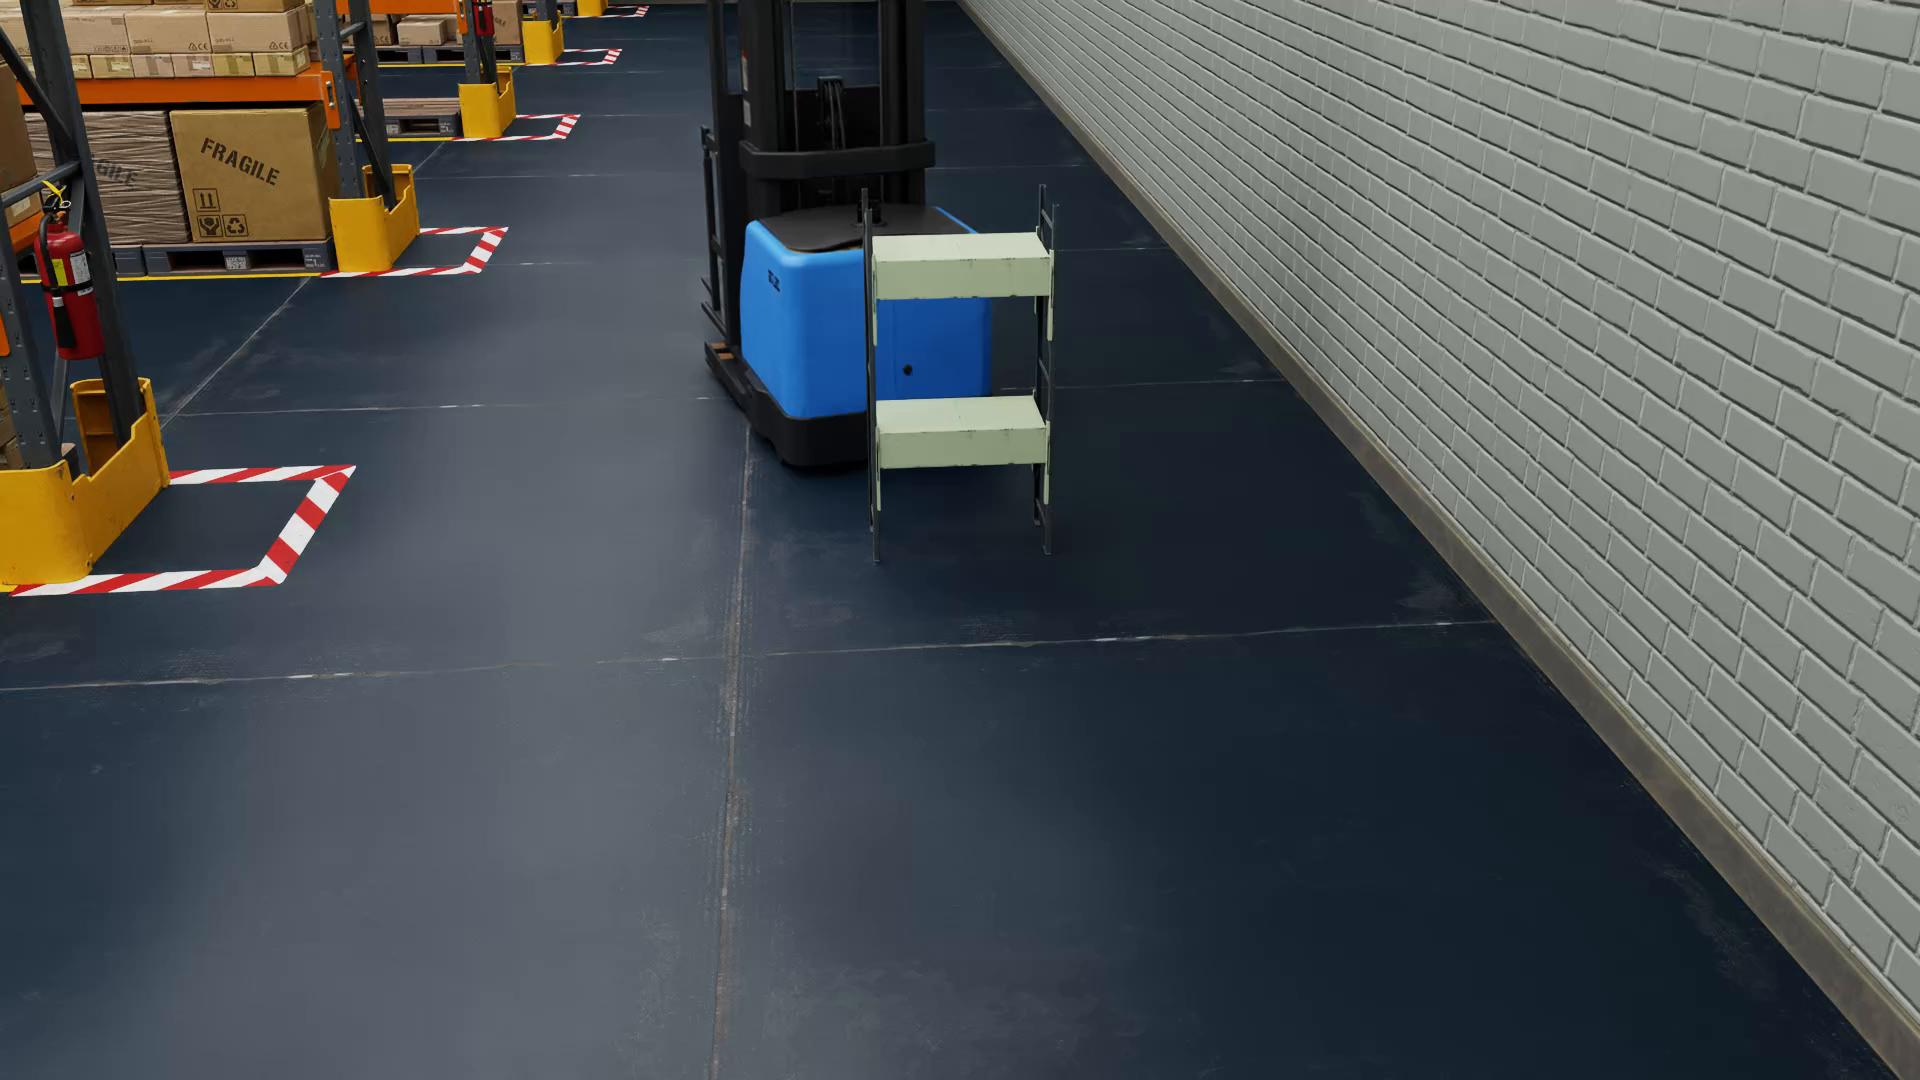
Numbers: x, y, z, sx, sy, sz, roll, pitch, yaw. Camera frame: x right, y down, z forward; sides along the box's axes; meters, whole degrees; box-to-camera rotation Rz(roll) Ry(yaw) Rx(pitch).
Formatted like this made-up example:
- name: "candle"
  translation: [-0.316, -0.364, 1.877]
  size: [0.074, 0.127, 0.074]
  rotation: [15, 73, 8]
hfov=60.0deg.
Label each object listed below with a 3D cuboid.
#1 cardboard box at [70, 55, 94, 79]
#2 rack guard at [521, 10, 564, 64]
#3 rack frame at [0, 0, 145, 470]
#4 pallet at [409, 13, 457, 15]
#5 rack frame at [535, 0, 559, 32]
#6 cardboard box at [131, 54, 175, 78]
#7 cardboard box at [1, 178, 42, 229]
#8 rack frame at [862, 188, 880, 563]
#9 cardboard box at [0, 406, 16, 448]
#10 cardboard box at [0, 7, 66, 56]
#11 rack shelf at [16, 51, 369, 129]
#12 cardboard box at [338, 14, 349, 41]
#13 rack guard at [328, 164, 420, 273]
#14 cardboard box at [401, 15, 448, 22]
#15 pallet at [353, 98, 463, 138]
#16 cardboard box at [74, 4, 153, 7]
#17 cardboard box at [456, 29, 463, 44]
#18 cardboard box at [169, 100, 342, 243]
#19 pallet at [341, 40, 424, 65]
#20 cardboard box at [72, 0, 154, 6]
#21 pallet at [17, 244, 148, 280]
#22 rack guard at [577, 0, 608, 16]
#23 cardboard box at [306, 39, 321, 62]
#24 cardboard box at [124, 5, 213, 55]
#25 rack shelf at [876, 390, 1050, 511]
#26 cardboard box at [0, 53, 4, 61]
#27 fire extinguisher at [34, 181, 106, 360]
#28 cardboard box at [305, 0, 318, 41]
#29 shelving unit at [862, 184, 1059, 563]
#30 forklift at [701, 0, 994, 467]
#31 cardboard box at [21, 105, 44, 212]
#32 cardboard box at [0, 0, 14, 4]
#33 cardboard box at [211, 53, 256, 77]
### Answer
- name: "cardboard box"
  translation: [-5.761, -3.122, 10.891]
  size: [0.250, 0.149, 0.380]
  rotation: [-2, 24, -5]
- name: "rack guard"
  translation: [-5.210, -6.295, 20.798]
  size: [0.348, 0.500, 1.175]
  rotation: [-2, 24, -5]
- name: "rack frame"
  translation: [-3.777, -1.427, 6.768]
  size: [0.127, 3.000, 1.000]
  rotation: [-2, 24, -5]
- name: "pallet"
  translation: [-7.624, -8.057, 25.118]
  size: [1.213, 0.211, 1.003]
  rotation: [-2, 24, -5]
- name: "rack frame"
  translation: [-5.134, -7.440, 20.297]
  size: [0.127, 3.000, 1.000]
  rotation: [-2, 24, -5]
- name: "cardboard box"
  translation: [-5.244, -3.144, 10.939]
  size: [0.250, 0.149, 0.380]
  rotation: [-2, 24, -4]
- name: "cardboard box"
  translation: [-4.132, -1.432, 7.088]
  size: [0.250, 0.149, 0.380]
  rotation: [-2, 24, -6]
- name: "rack frame"
  translation: [-0.371, -0.670, 6.912]
  size: [0.023, 1.500, 0.400]
  rotation: [-2, 24, -5]
- name: "cardboard box"
  translation: [-4.324, -0.535, 7.388]
  size: [0.250, 0.149, 0.380]
  rotation: [-1, 24, -3]
- name: "cardboard box"
  translation: [-6.150, -3.314, 10.832]
  size: [0.500, 0.250, 0.500]
  rotation: [-2, 24, -5]
- name: "rack shelf"
  translation: [-6.155, -3.028, 11.254]
  size: [4.000, 0.370, 1.077]
  rotation: [-2, 24, -5]
- name: "cardboard box"
  translation: [-7.829, -6.421, 20.771]
  size: [0.500, 0.311, 0.500]
  rotation: [-2, 24, -5]
- name: "rack guard"
  translation: [-4.140, -2.295, 11.798]
  size: [0.348, 0.500, 1.175]
  rotation: [-2, 24, -5]
- name: "cardboard box"
  translation: [-6.698, -6.438, 20.885]
  size: [0.500, 0.250, 0.500]
  rotation: [-2, 24, -5]
- name: "pallet"
  translation: [-5.476, -4.147, 16.320]
  size: [1.213, 0.211, 1.003]
  rotation: [-2, 24, -5]
- name: "cardboard box"
  translation: [-5.685, -3.552, 11.366]
  size: [0.500, 0.250, 0.500]
  rotation: [-3, 24, -7]
- name: "cardboard box"
  translation: [-6.063, -6.246, 20.555]
  size: [0.250, 0.166, 0.380]
  rotation: [-2, 24, -5]
- name: "cardboard box"
  translation: [-4.793, -2.599, 11.504]
  size: [0.875, 0.875, 0.875]
  rotation: [-2, 24, -5]
- name: "pallet"
  translation: [-7.214, -6.083, 20.677]
  size: [1.213, 0.211, 1.003]
  rotation: [-2, 24, -5]
- name: "cardboard box"
  translation: [-5.681, -3.893, 11.211]
  size: [0.500, 0.500, 0.500]
  rotation: [-3, 24, -7]
- name: "pallet"
  translation: [-6.164, -2.051, 11.605]
  size: [1.213, 0.211, 1.003]
  rotation: [-2, 24, -5]
- name: "rack guard"
  translation: [-5.601, -8.301, 25.311]
  size: [0.348, 0.500, 1.175]
  rotation: [-2, 24, -5]
- name: "cardboard box"
  translation: [-4.550, -3.441, 11.607]
  size: [0.250, 0.149, 0.380]
  rotation: [-2, 24, -5]
- name: "cardboard box"
  translation: [-5.125, -3.357, 10.928]
  size: [0.500, 0.250, 0.500]
  rotation: [-3, 24, -6]
- name: "rack shelf"
  translation: [-0.007, -0.387, 7.077]
  size: [0.720, 0.370, 0.431]
  rotation: [-2, 24, -5]
- name: "cardboard box"
  translation: [-4.250, -2.155, 6.686]
  size: [0.500, 0.500, 0.500]
  rotation: [-2, 24, -5]
- name: "fire extinguisher"
  translation: [-3.481, -1.045, 6.463]
  size: [0.183, 0.674, 0.296]
  rotation: [-2, 24, -5]
- name: "cardboard box"
  translation: [-4.668, -3.594, 11.460]
  size: [0.500, 0.250, 0.500]
  rotation: [-3, 24, -7]
- name: "shelving unit"
  translation: [-0.007, -0.685, 6.945]
  size: [0.755, 1.500, 0.431]
  rotation: [-2, 24, -5]
- name: "forklift"
  translation: [-0.799, -2.257, 8.720]
  size: [1.130, 2.935, 3.031]
  rotation: [-8, 25, -18]
- name: "cardboard box"
  translation: [-6.585, -2.527, 11.342]
  size: [0.875, 0.875, 0.875]
  rotation: [-2, 24, -5]
- name: "cardboard box"
  translation: [-6.709, -3.510, 11.272]
  size: [0.500, 0.250, 0.500]
  rotation: [-2, 24, -4]
- name: "cardboard box"
  translation: [-4.745, -3.163, 10.983]
  size: [0.250, 0.149, 0.380]
  rotation: [-2, 24, -5]
